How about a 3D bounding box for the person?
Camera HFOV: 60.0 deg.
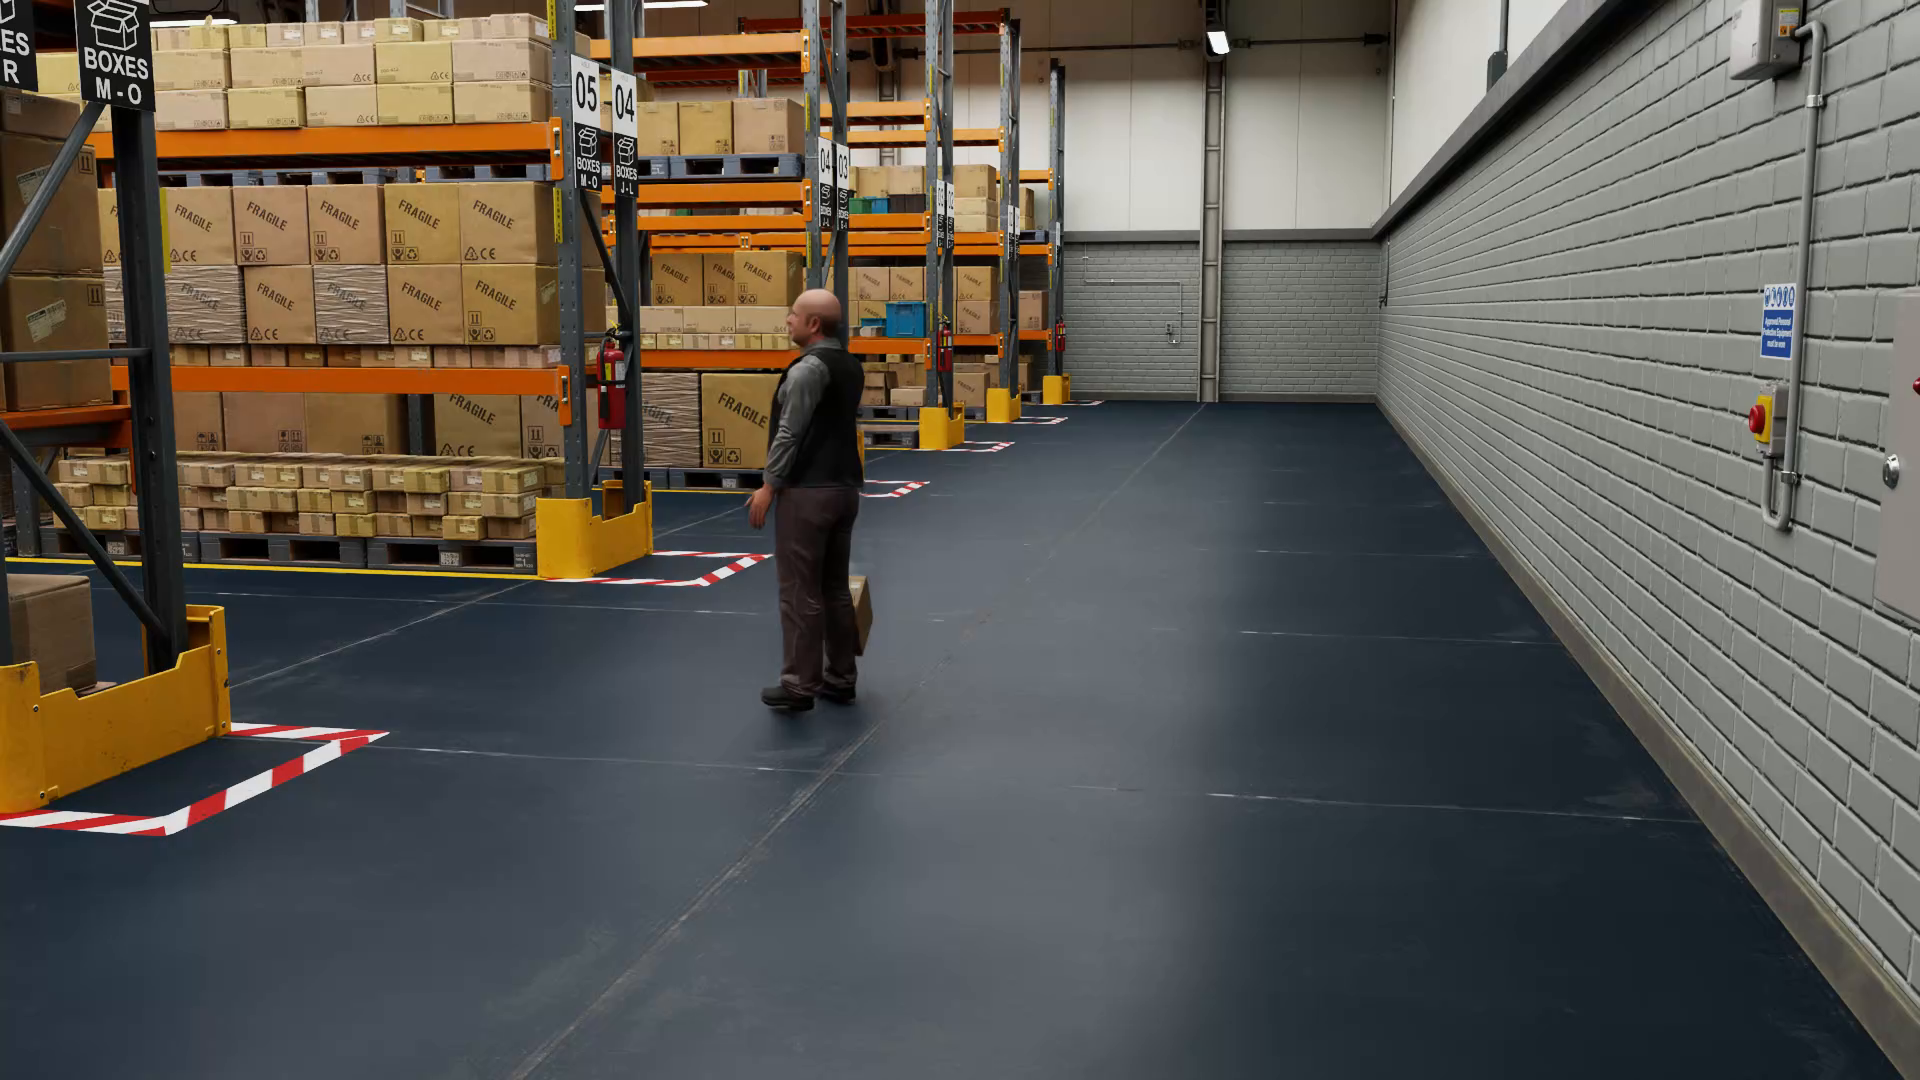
[{"bbox_3d":[-0.617,-0.165,6.912,0.414,1.737,0.559,3,8,20],"label":"person"}]
